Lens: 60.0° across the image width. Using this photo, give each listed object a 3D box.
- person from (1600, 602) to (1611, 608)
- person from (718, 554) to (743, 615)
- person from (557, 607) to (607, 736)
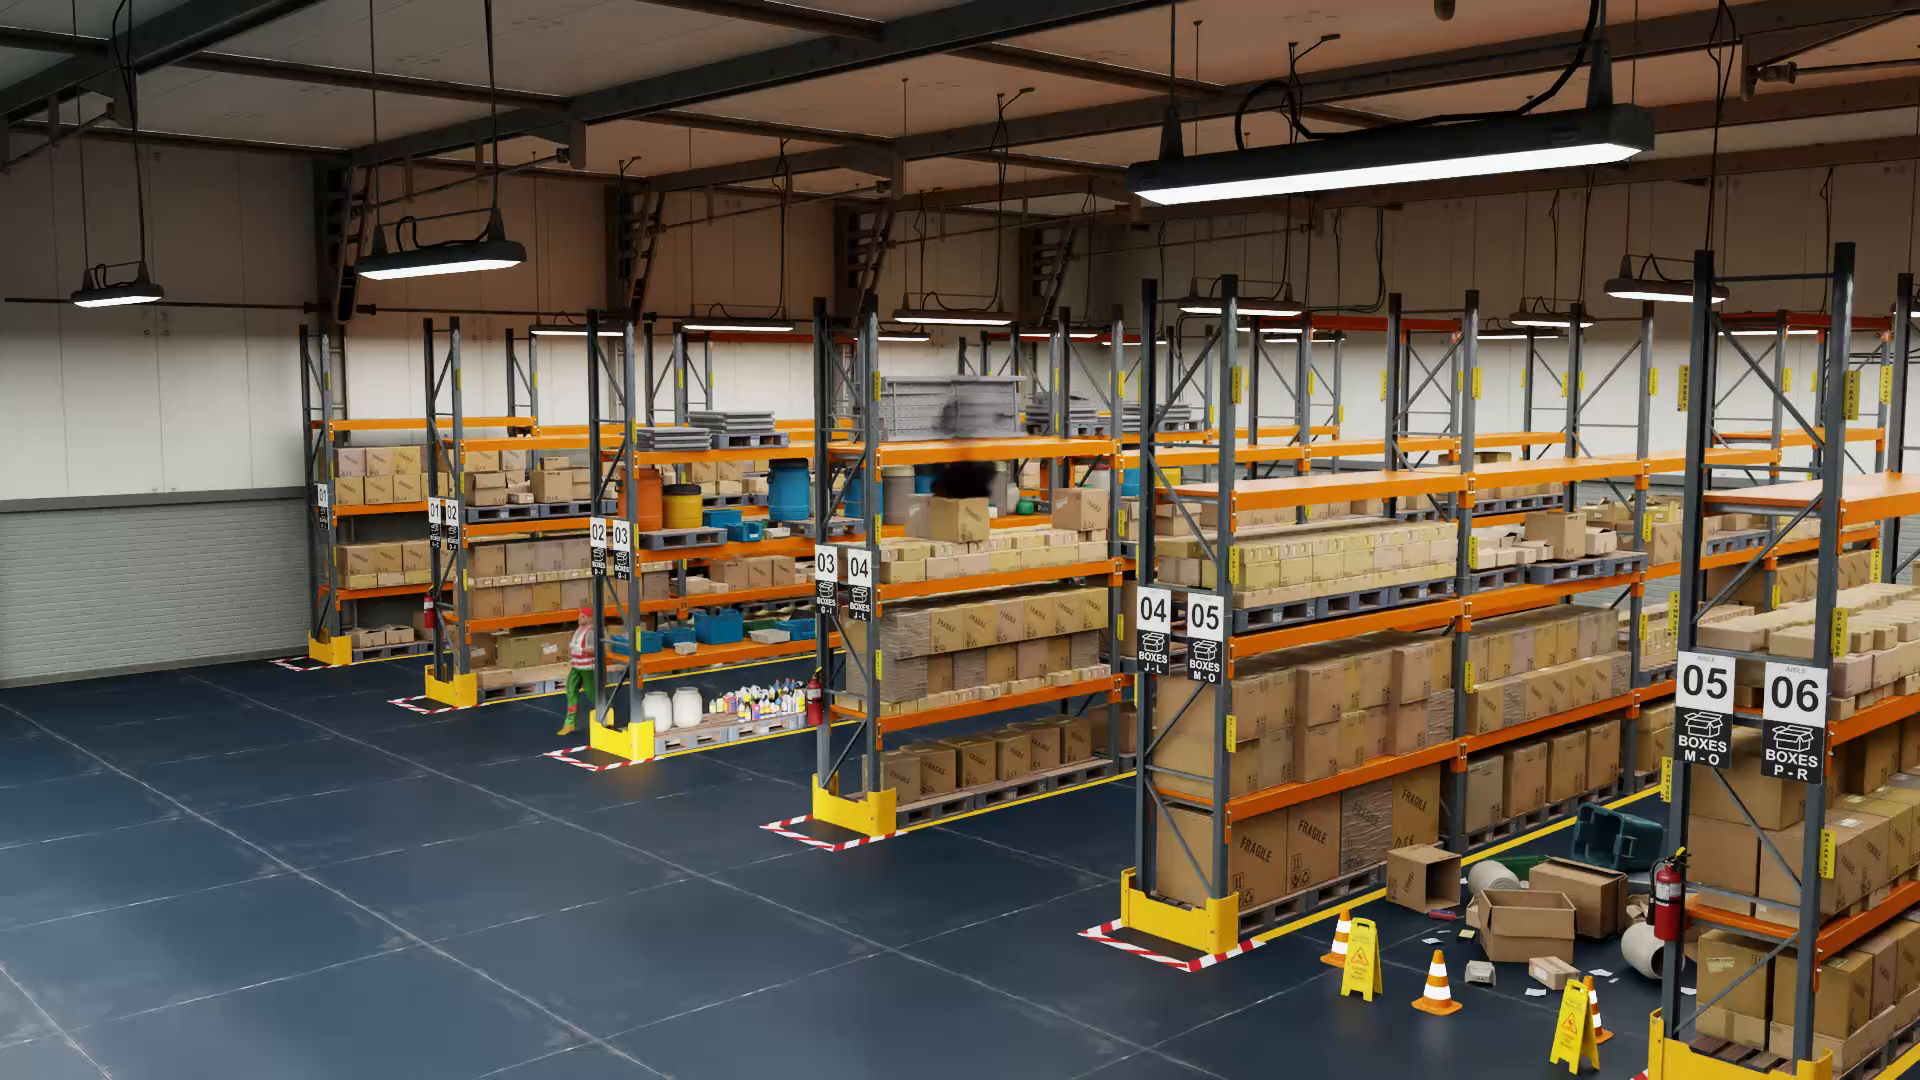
[{"bbox_3d":[9.496,1.826,24.362,0.904,1.839,0.673,-5,7,-38],"label":"person"},{"bbox_3d":[-4.389,1.086,32.114,0.643,1.676,0.577,5,8,42],"label":"person"},{"bbox_3d":[-5.383,1.848,23.754,0.647,1.790,0.899,4,7,38],"label":"person"}]
